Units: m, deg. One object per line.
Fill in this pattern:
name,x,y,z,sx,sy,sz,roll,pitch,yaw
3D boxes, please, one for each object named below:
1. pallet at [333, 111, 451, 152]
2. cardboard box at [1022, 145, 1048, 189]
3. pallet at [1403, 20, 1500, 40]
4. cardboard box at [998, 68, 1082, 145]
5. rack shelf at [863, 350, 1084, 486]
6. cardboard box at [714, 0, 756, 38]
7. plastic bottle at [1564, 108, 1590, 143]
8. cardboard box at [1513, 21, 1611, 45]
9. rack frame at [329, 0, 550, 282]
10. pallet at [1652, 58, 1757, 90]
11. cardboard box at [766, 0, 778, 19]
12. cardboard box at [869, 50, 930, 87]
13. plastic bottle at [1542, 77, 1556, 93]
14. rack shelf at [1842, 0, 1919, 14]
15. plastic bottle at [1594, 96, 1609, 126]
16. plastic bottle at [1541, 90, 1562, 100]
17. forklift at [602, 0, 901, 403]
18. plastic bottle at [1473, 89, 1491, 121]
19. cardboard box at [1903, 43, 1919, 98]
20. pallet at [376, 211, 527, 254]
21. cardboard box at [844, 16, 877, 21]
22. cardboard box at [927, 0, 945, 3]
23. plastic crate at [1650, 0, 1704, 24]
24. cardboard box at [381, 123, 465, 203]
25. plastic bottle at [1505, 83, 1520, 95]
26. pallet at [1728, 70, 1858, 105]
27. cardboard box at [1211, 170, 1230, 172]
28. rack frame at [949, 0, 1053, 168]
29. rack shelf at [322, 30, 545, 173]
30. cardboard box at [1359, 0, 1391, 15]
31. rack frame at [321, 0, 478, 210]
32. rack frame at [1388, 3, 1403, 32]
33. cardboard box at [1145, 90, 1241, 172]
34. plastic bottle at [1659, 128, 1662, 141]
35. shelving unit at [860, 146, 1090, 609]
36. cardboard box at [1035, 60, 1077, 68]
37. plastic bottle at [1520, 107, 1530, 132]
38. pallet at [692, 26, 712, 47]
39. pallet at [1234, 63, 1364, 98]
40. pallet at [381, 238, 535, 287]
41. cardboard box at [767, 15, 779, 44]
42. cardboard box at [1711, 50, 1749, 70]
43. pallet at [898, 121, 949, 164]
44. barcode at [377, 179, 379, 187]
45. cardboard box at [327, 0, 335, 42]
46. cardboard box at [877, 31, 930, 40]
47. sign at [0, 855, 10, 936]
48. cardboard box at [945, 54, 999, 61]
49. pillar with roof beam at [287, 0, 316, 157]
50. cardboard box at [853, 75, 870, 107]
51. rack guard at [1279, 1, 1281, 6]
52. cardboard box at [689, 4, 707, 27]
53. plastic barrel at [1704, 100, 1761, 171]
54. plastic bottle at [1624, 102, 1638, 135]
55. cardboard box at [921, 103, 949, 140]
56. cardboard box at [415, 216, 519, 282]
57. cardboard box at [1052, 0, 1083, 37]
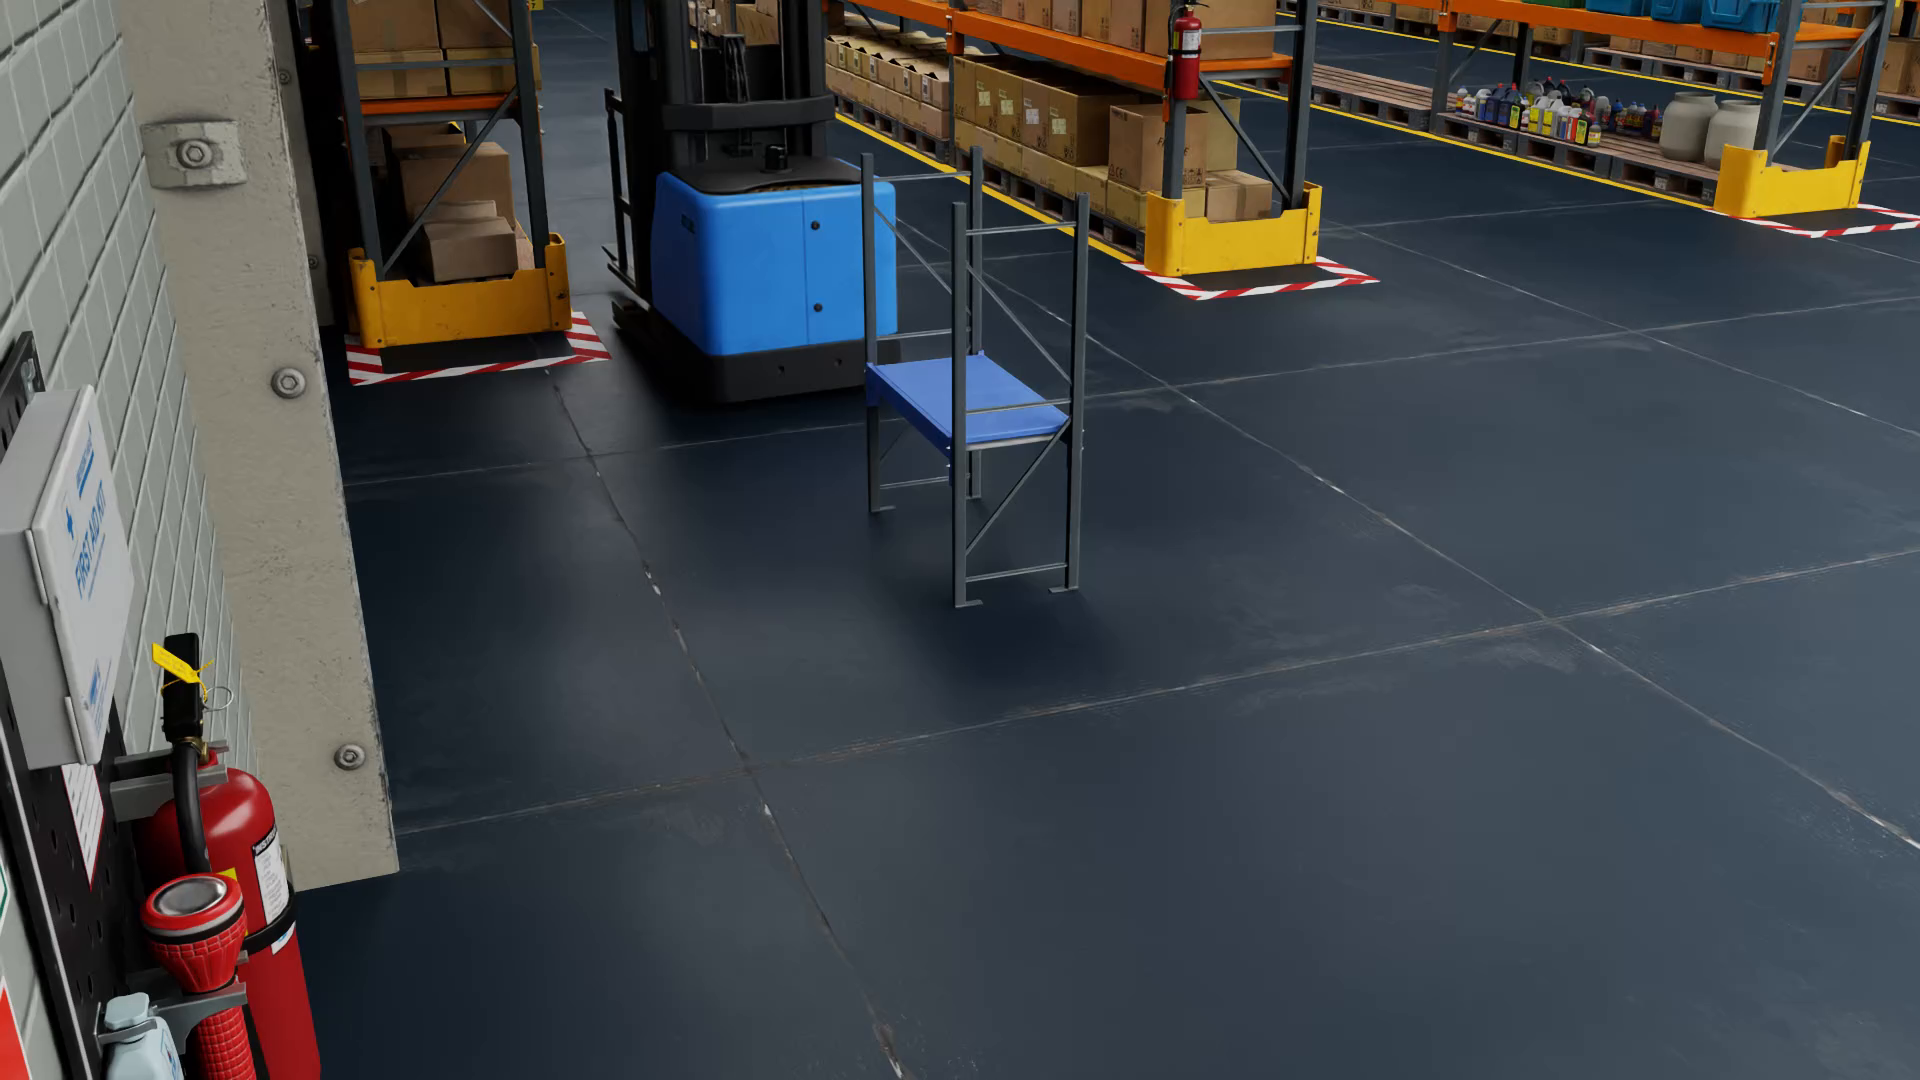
pallet,-5.377,-3.899,15.746,1.003,0.211,1.213,-8,24,-19
cardboard box,0.800,-2.867,12.705,0.500,0.250,0.500,-8,24,-19
pallet,7.180,-7.406,24.065,1.003,0.211,1.213,-8,24,-19
cardboard box,0.618,-3.393,12.989,0.500,0.500,0.500,-8,24,-19
rack shelf,0.030,-0.494,6.472,0.538,0.185,1.000,-8,24,-19
cardboard box,-2.899,-6.822,21.742,0.500,0.500,0.500,-8,24,-19
plastic bottle,5.320,-3.571,14.317,0.152,0.276,0.135,-8,24,-19
cardboard box,8.026,-6.975,21.649,1.225,0.875,0.875,-10,25,-21
rack frame,-2.826,-2.561,8.982,1.000,3.000,0.127,-8,24,-19
pallet,8.952,-5.495,19.533,1.003,0.211,1.213,-8,24,-19
cardboard box,-1.958,-6.244,19.406,0.500,0.250,0.500,-9,24,-20
cardboard box,-0.555,-4.542,15.957,0.500,0.311,0.500,-9,24,-20
plastic bottle,5.526,-4.162,15.623,0.144,0.351,0.185,-9,24,-20
rack shelf,10.369,-4.996,15.683,1.077,0.370,4.000,-8,24,-19
plastic bottle,5.762,-3.881,15.052,0.152,0.276,0.135,-8,24,-18
plastic bottle,5.465,-4.028,15.402,0.152,0.276,0.135,-8,24,-19
forklift,-1.369,-2.562,9.071,1.130,2.935,3.031,-10,25,-22
plastic bottle,4.872,-4.032,15.412,0.152,0.276,0.135,-7,24,-17
cardboard box,9.976,-4.737,16.822,0.500,0.500,0.500,-1,23,-2
pallet,-3.534,-2.047,11.351,1.003,0.211,1.213,-8,24,-19
cardboard box,-1.275,-5.777,19.263,0.500,0.500,0.500,-9,24,-20
cardboard box,-0.088,-4.928,14.770,0.396,0.266,0.258,-9,24,-20
plastic crate,5.762,-4.230,13.132,0.499,0.251,0.408,-8,24,-19
cardboard box,-3.835,-2.694,11.949,0.500,0.500,0.500,-10,25,-23
plastic bottle,5.061,-4.026,15.300,0.144,0.351,0.185,-8,24,-19
pallet,9.386,-5.051,18.480,1.003,0.211,1.213,-8,24,-19
cardboard box,1.646,-2.575,12.015,0.500,0.250,0.500,-8,24,-19
rack frame,0.394,-4.696,14.046,1.000,3.000,0.127,-8,24,-19
rack shelf,-3.532,-2.957,10.846,1.077,0.370,4.000,-8,24,-19
cardboard box,6.678,-8.426,25.090,0.875,0.875,0.875,-8,24,-19
rack frame,-4.239,-4.015,12.430,1.000,3.000,0.127,-8,24,-19
rack frame,6.837,-8.961,24.164,1.000,3.000,0.127,-8,24,-19
cardboard box,1.647,-2.921,11.870,0.500,0.500,0.500,-8,24,-19
plastic bottle,6.093,-3.568,14.316,0.097,0.271,0.097,0,23,0
shelving unit,0.030,-0.660,6.402,0.538,1.500,1.048,-8,24,-19
cardboard box,0.928,-3.646,13.589,0.500,0.500,0.500,-8,24,-19
plastic bottle,5.071,-3.762,14.868,0.097,0.201,0.097,0,23,0
pallet,-3.109,-7.011,23.130,1.003,0.211,1.213,-8,24,-19
pallet,3.854,-5.256,18.965,1.003,0.211,1.213,-8,24,-19
pallet,-3.107,-1.604,10.301,1.003,0.211,1.213,-8,24,-19
cardboard box,-1.943,-5.886,19.521,0.500,0.500,0.500,-9,25,-21
cardboard box,9.117,-5.710,19.103,0.700,0.500,0.500,-11,25,-24
pallet,0.097,-3.673,15.210,1.003,0.211,1.213,-8,24,-19
barcode,-4.219,-2.587,12.054,0.001,0.075,0.075,-8,24,-19
cardboard box,-4.274,-3.755,11.980,0.500,0.250,0.500,-8,24,-18
cardboard box,-0.604,-5.178,17.466,0.500,0.311,0.500,-8,24,-18
sign,-0.820,0.338,1.375,0.001,0.109,0.331,-8,24,-19
cardboard box,0.125,-4.436,15.706,0.500,0.311,0.500,-9,25,-21
pillar with roof beam,-1.975,-8.232,14.712,9.100,9.000,0.400,-8,24,-19
cardboard box,-0.741,-4.475,16.520,0.500,0.250,0.500,-9,24,-20
rack guard,5.415,-9.271,28.119,1.175,0.500,0.348,-8,24,-19
cardboard box,-3.565,-7.392,23.416,0.500,0.250,0.500,-8,24,-19
plastic barrel,6.138,-3.196,13.151,0.421,0.512,0.421,0,23,0
plastic bottle,5.937,-3.729,14.698,0.097,0.271,0.097,0,23,0
cardboard box,-0.024,-3.733,14.762,0.500,0.250,0.500,-9,24,-20
cardboard box,-2.986,-1.789,10.044,0.500,0.311,0.500,-11,25,-25
cardboard box,1.105,-4.022,12.319,0.700,0.500,0.500,-8,24,-17
